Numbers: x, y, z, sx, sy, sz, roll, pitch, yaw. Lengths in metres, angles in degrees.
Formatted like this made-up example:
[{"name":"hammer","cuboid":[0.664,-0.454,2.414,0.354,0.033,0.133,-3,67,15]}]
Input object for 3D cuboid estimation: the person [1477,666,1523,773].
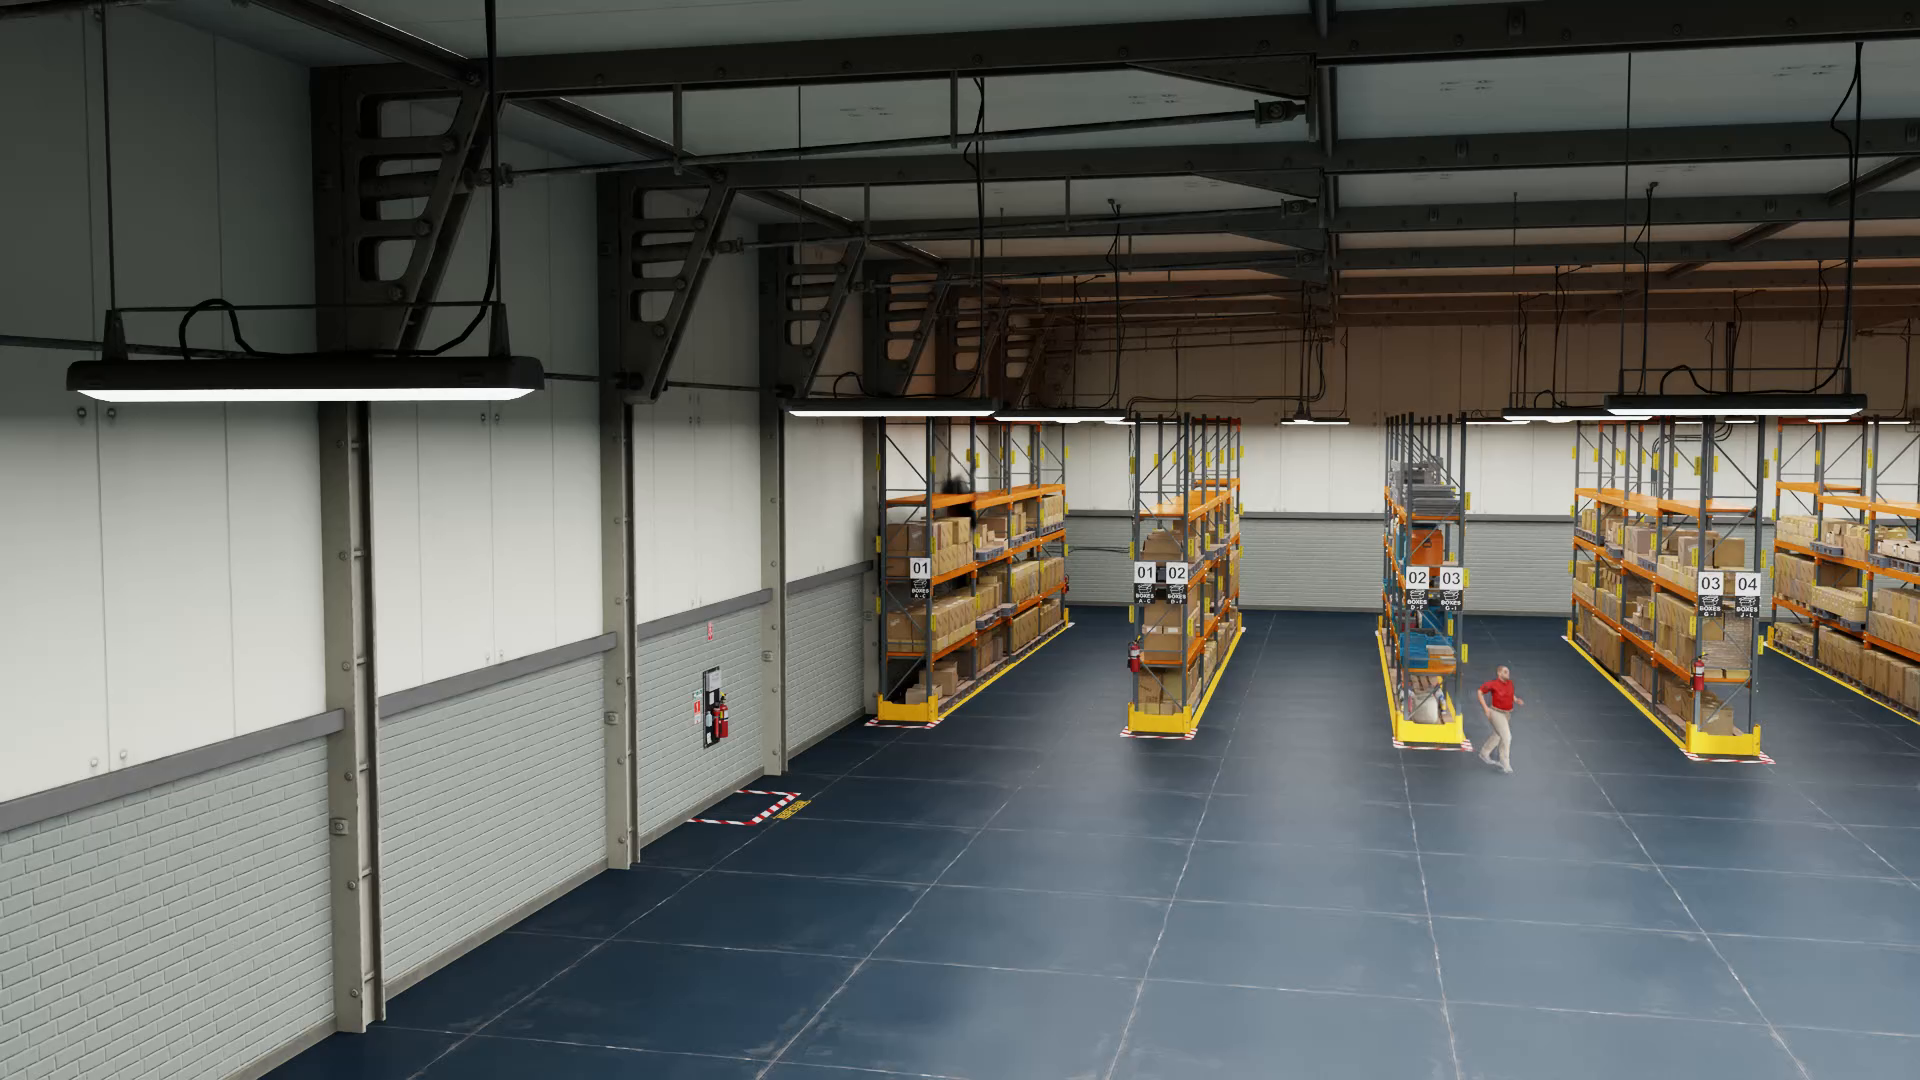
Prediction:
[{"name":"person","cuboid":[9.052,2.989,27.889,0.635,1.786,0.804,-3,5,-39]}]
